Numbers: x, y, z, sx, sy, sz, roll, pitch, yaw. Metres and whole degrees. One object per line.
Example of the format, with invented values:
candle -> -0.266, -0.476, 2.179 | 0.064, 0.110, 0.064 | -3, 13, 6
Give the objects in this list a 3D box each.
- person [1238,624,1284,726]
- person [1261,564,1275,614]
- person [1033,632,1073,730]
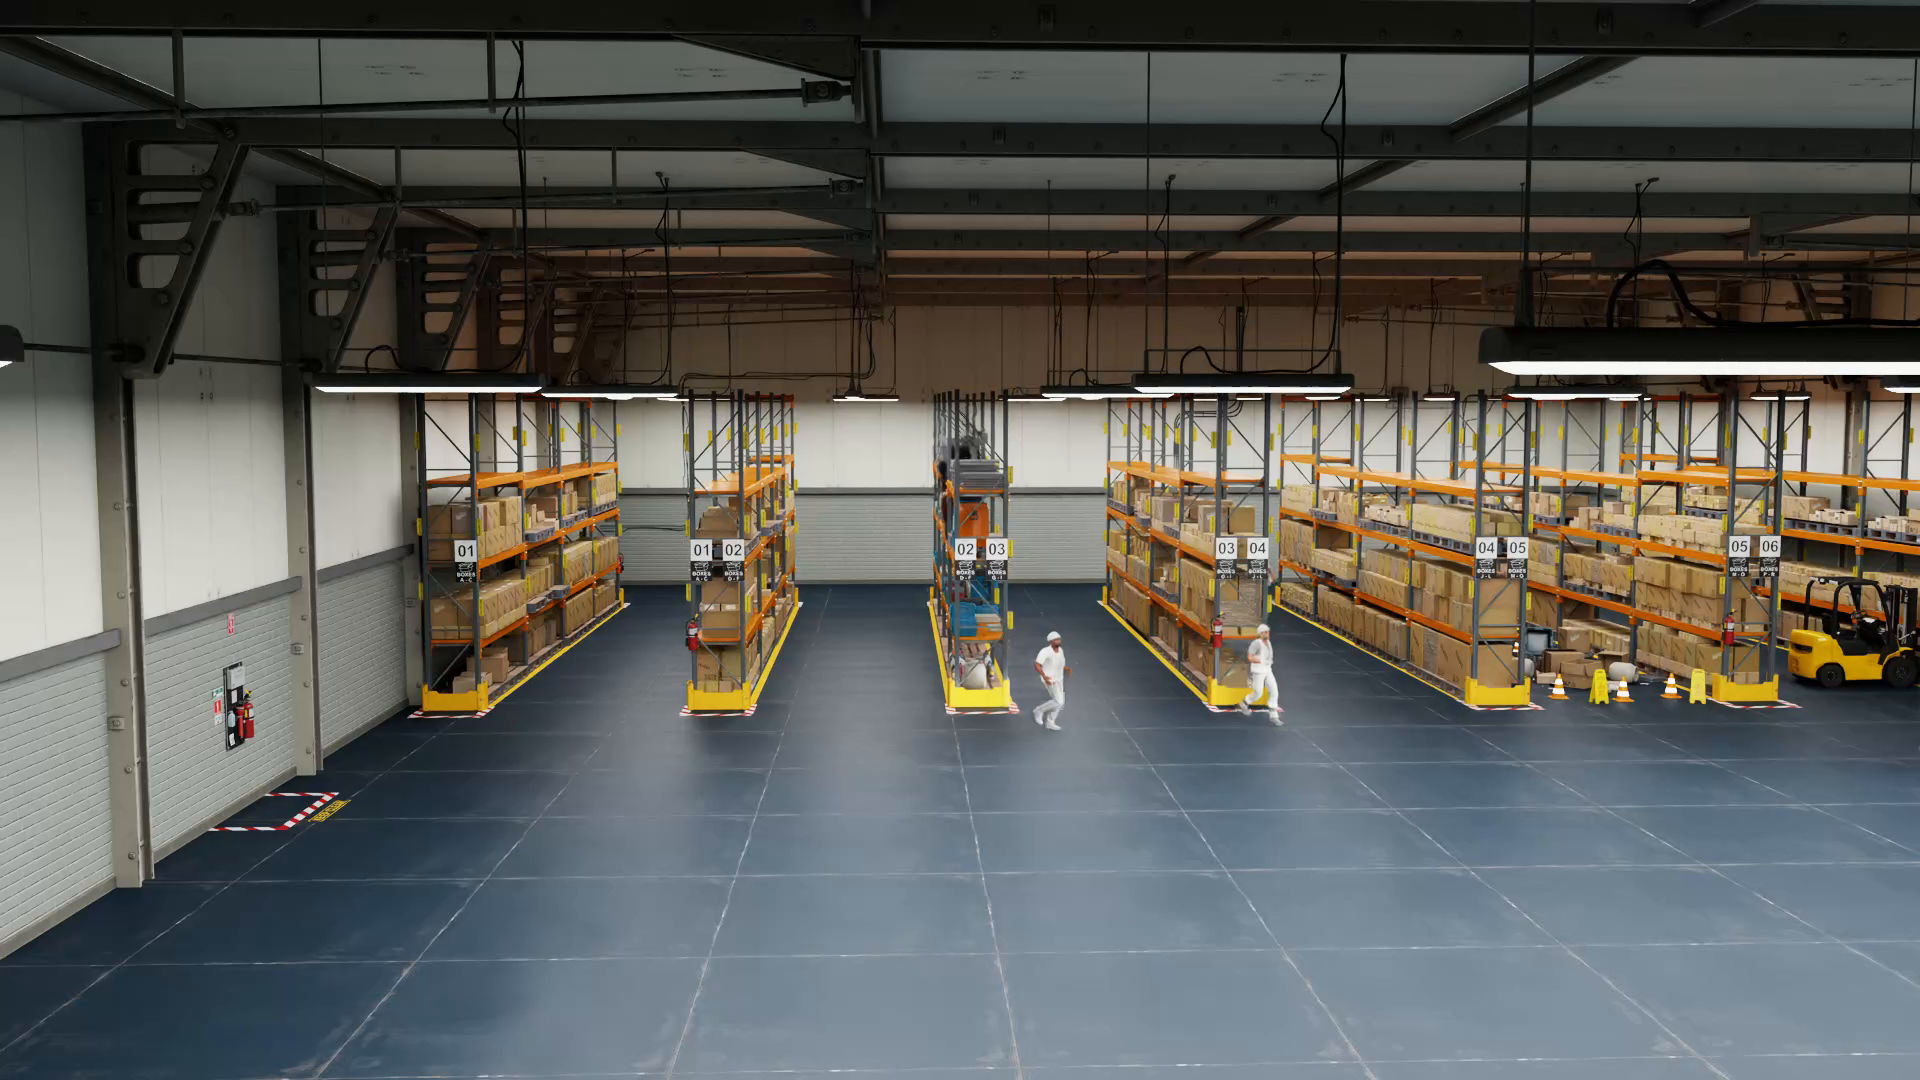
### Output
person -> 5.402, 2.397, 29.878 | 0.690, 1.787, 0.952 | -4, 6, -42
person -> 8.075, 1.234, 44.393 | 0.650, 1.768, 0.722 | 1, 5, 7
person -> 1.651, 2.475, 29.313 | 0.618, 1.732, 0.679 | 3, 6, 35
